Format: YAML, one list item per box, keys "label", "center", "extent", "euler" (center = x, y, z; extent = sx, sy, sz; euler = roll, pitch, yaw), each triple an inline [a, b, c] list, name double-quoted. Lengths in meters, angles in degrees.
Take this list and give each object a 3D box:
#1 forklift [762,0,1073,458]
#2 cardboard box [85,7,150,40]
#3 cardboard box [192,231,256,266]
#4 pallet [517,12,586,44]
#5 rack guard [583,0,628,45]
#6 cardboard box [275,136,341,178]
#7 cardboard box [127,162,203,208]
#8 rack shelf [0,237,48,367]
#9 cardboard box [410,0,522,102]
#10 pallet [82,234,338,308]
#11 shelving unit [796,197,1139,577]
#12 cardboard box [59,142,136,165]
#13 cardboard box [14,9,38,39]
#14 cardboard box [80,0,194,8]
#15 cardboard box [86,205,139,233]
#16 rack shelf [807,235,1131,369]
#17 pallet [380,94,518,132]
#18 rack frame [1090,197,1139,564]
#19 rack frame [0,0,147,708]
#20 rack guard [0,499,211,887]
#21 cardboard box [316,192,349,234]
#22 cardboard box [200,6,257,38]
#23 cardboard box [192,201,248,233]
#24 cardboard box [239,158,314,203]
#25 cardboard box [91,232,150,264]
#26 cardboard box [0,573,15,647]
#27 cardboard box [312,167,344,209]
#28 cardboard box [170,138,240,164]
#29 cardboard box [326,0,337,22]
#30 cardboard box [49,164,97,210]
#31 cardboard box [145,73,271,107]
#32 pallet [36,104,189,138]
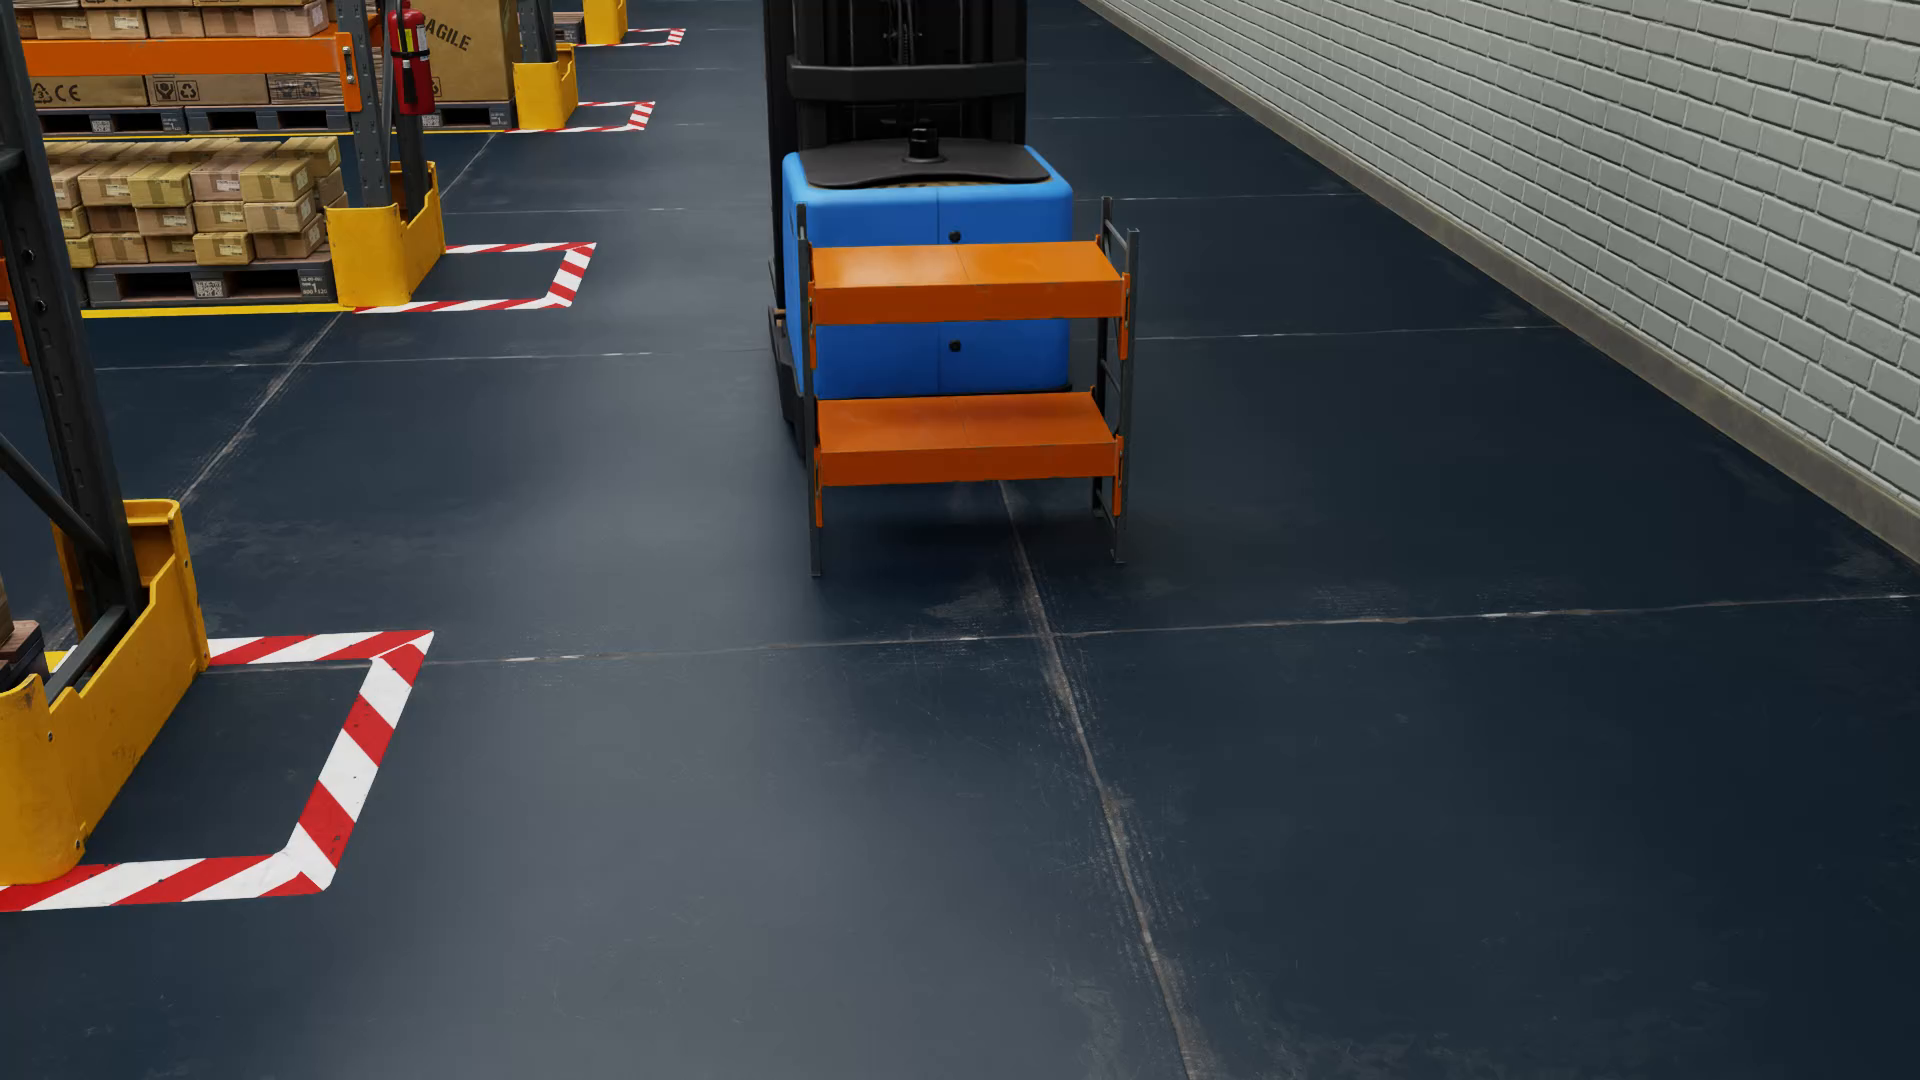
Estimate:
- label: "forklift"
  center: [-0.303, -2.203, 7.097]
  extent: [1.130, 2.935, 3.031]
  euler: [-4, 24, -8]
- label: "cardboard box"
  center: [-4.003, -2.514, 8.023]
  extent: [0.250, 0.149, 0.380]
  euler: [-2, 24, -4]
- label: "cardboard box"
  center: [-3.705, -1.519, 8.468]
  extent: [0.250, 0.149, 0.380]
  euler: [-2, 24, -4]
- label: "pallet"
  center: [-4.653, -5.506, 17.878]
  extent: [1.213, 0.211, 1.003]
  euler: [-2, 24, -5]
- label: "rack guard"
  center: [-3.806, -5.662, 17.872]
  extent: [0.348, 0.500, 1.175]
  euler: [-2, 24, -5]
- label: "cardboard box"
  center: [-3.510, -2.064, 8.962]
  extent: [0.250, 0.149, 0.380]
  euler: [-3, 24, -8]
- label: "cardboard box"
  center: [-3.958, -1.776, 8.313]
  extent: [0.250, 0.149, 0.380]
  euler: [-3, 24, -6]
- label: "rack shelf"
  center: [-4.358, -0.381, 3.801]
  extent: [4.000, 0.370, 1.077]
  euler: [-2, 24, -5]
- label: "cardboard box"
  center: [-3.971, -3.959, 13.062]
  extent: [0.875, 0.875, 0.875]
  euler: [-2, 24, -5]
- label: "pallet"
  center: [-3.843, -1.491, 8.846]
  extent: [1.213, 0.211, 1.003]
  euler: [-2, 24, -5]
- label: "shelving unit"
  center: [0.007, -0.514, 5.522]
  extent: [1.048, 1.125, 0.538]
  euler: [-2, 24, -5]
- label: "cardboard box"
  center: [-4.551, -1.996, 8.807]
  extent: [0.250, 0.149, 0.380]
  euler: [-1, 24, -3]
- label: "cardboard box"
  center: [-4.542, -2.529, 8.056]
  extent: [0.250, 0.149, 0.380]
  euler: [-3, 24, -7]
- label: "cardboard box"
  center: [-3.890, -2.828, 7.930]
  extent: [0.500, 0.500, 0.500]
  euler: [-3, 24, -6]
- label: "cardboard box"
  center: [-4.247, -1.685, 8.474]
  extent: [0.250, 0.149, 0.380]
  euler: [-3, 24, -6]
- label: "rack shelf"
  center: [0.007, -0.782, 5.403]
  extent: [1.000, 0.278, 0.538]
  euler: [-2, 24, -5]
- label: "pallet"
  center: [-4.130, -3.458, 13.270]
  extent: [1.213, 0.211, 1.003]
  euler: [-2, 24, -5]
- label: "rack frame"
  center: [0.513, -0.535, 5.568]
  extent: [0.032, 1.125, 0.500]
  euler: [-2, 24, -5]
- label: "rack frame"
  center: [-2.368, -0.790, 3.834]
  extent: [0.127, 3.000, 1.000]
  euler: [-2, 24, -5]
- label: "rack guard"
  center: [-2.344, 0.351, 4.344]
  extent: [0.348, 0.500, 1.175]
  euler: [-2, 24, -5]
- label: "cardboard box"
  center: [-3.508, -1.784, 9.065]
  extent: [0.250, 0.149, 0.380]
  euler: [-2, 24, -4]
- label: "cardboard box"
  center: [-3.503, -2.550, 8.103]
  extent: [0.250, 0.149, 0.380]
  euler: [-2, 24, -5]
- label: "cardboard box"
  center: [-3.718, -1.687, 8.479]
  extent: [0.250, 0.149, 0.380]
  euler: [-3, 24, -6]
- label: "cardboard box"
  center: [-3.457, -1.824, 8.422]
  extent: [0.250, 0.149, 0.380]
  euler: [-2, 24, -5]
- label: "cardboard box"
  center: [-4.220, -1.529, 8.489]
  extent: [0.250, 0.149, 0.380]
  euler: [-2, 24, -5]
- label: "cardboard box"
  center: [-3.015, 0.256, 4.119]
  extent: [0.875, 0.438, 0.875]
  euler: [-3, 24, -7]
- label: "cardboard box"
  center: [-3.502, -1.895, 8.946]
  extent: [0.250, 0.149, 0.380]
  euler: [-1, 24, -3]
- label: "cardboard box"
  center: [-4.036, -2.046, 8.921]
  extent: [0.250, 0.149, 0.380]
  euler: [-2, 24, -5]
- label: "cardboard box"
  center: [-3.310, -2.792, 8.647]
  extent: [0.250, 0.149, 0.380]
  euler: [-2, 24, -6]
- label: "cardboard box"
  center: [-4.484, -1.758, 8.272]
  extent: [0.250, 0.149, 0.380]
  euler: [-1, 24, -3]
- label: "cardboard box"
  center: [-5.762, -3.887, 12.901]
  extent: [0.875, 0.875, 0.875]
  euler: [-2, 24, -5]
- label: "pallet"
  center: [-6.558, -3.360, 13.051]
  extent: [1.213, 0.211, 1.003]
  euler: [-2, 24, -5]
